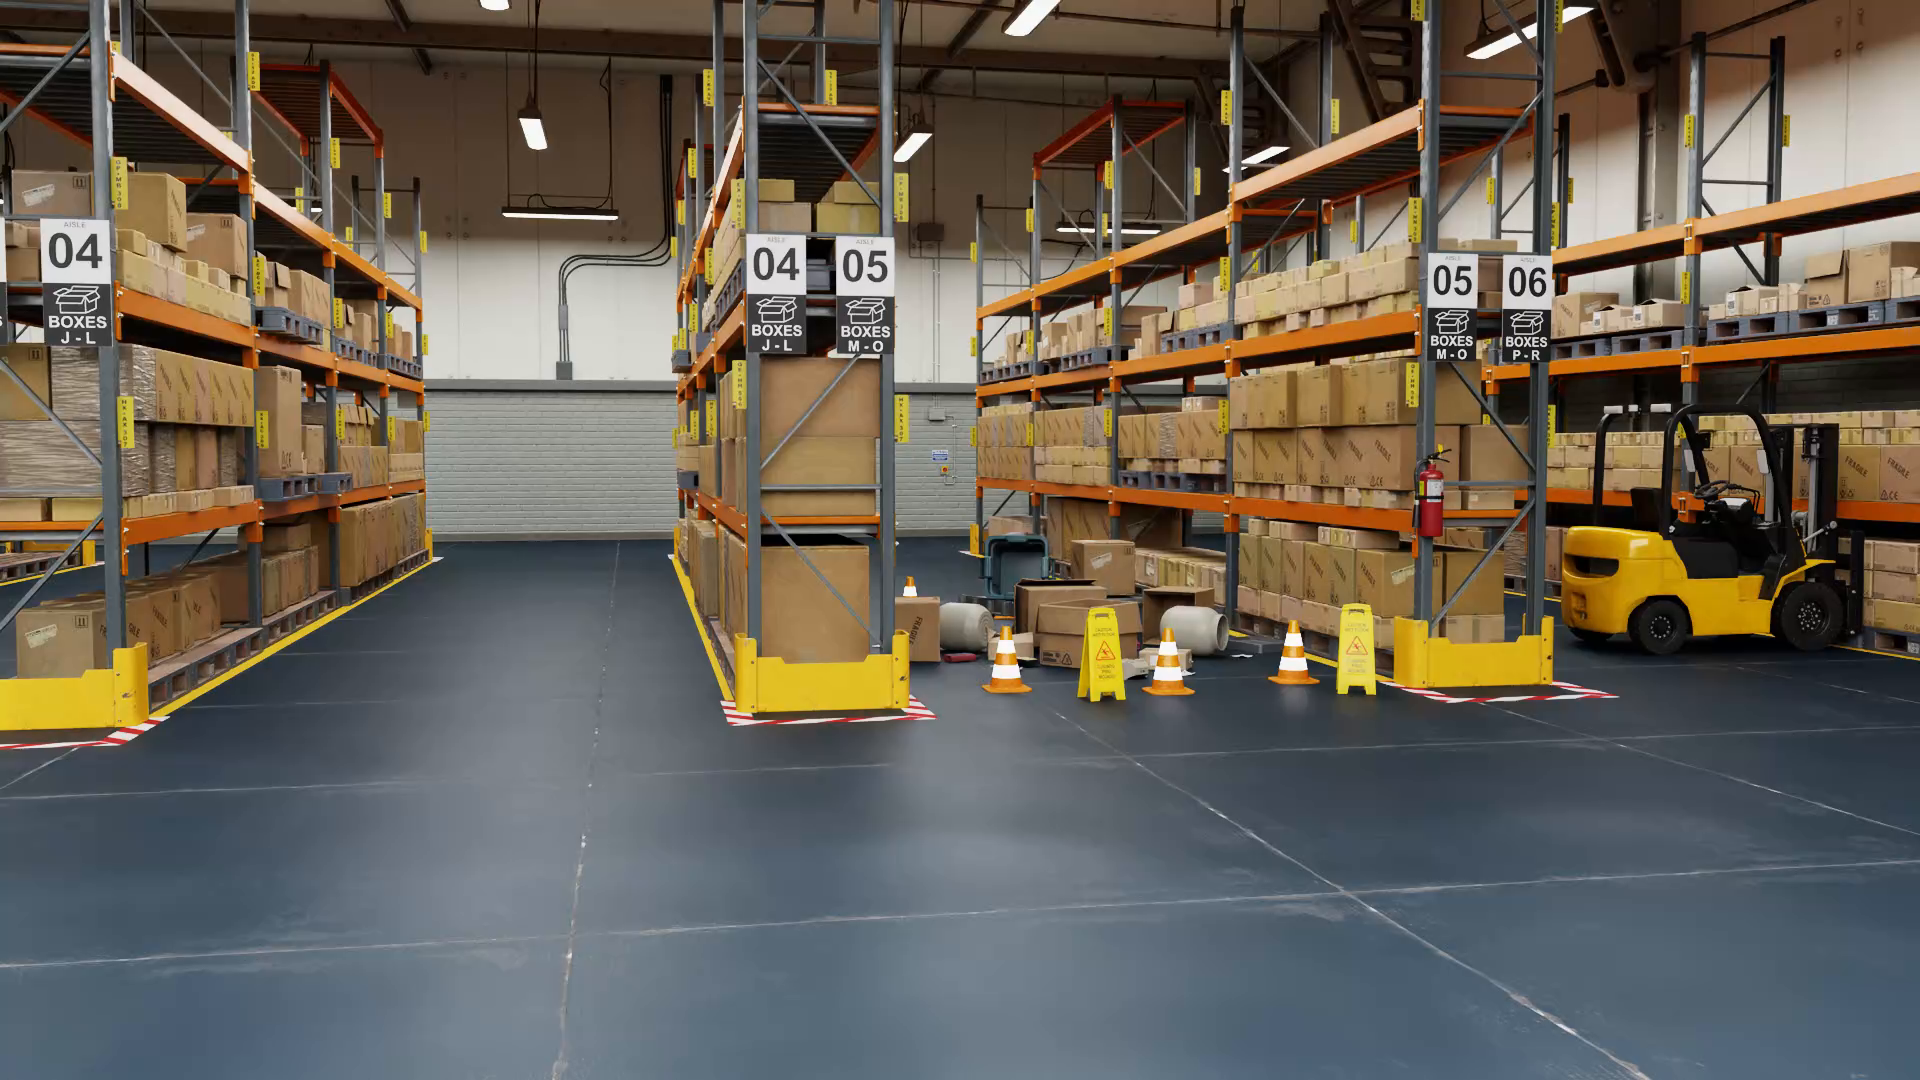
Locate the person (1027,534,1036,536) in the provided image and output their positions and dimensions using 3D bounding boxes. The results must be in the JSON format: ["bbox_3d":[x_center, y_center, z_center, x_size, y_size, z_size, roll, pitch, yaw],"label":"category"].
[{"bbox_3d":[0.643,0.357,17.975,0.509,0.868,0.831,-1,3,-15],"label":"person"}]
